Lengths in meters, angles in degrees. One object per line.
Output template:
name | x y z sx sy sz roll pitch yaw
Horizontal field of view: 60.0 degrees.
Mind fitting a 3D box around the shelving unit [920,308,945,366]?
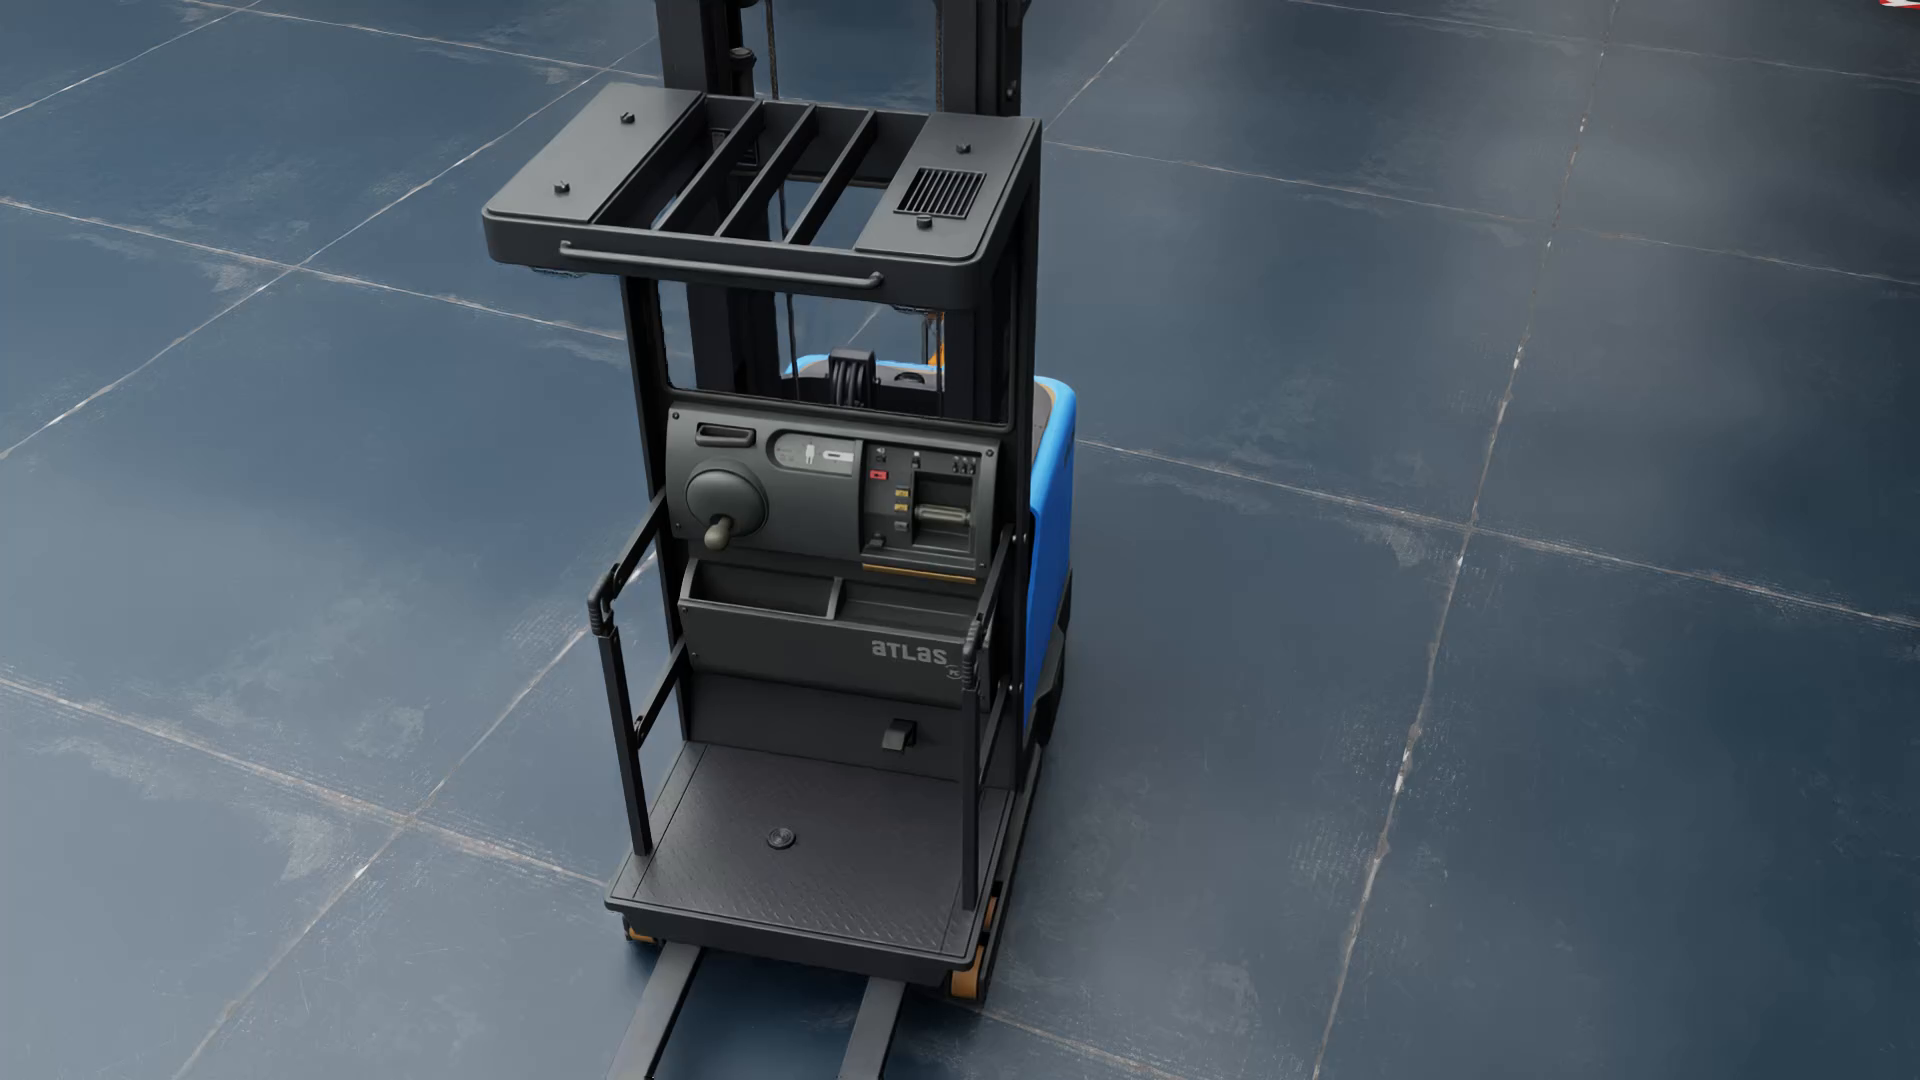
shelving unit | 0.063 -0.572 6.513 0.258 1.200 0.503 14 39 18

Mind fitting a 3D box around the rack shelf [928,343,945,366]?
rack shelf | 0.063 -0.698 6.420 0.258 0.148 0.480 14 39 18

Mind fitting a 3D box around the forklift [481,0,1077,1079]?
forklift | -0.399 -0.064 4.387 1.130 2.935 3.031 7 37 10

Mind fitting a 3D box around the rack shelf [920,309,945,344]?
rack shelf | 0.063 -0.887 6.278 0.258 0.148 0.480 14 39 18

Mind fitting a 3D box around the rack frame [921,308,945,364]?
rack frame | -0.030 -0.437 6.333 0.240 1.200 0.015 14 39 18
